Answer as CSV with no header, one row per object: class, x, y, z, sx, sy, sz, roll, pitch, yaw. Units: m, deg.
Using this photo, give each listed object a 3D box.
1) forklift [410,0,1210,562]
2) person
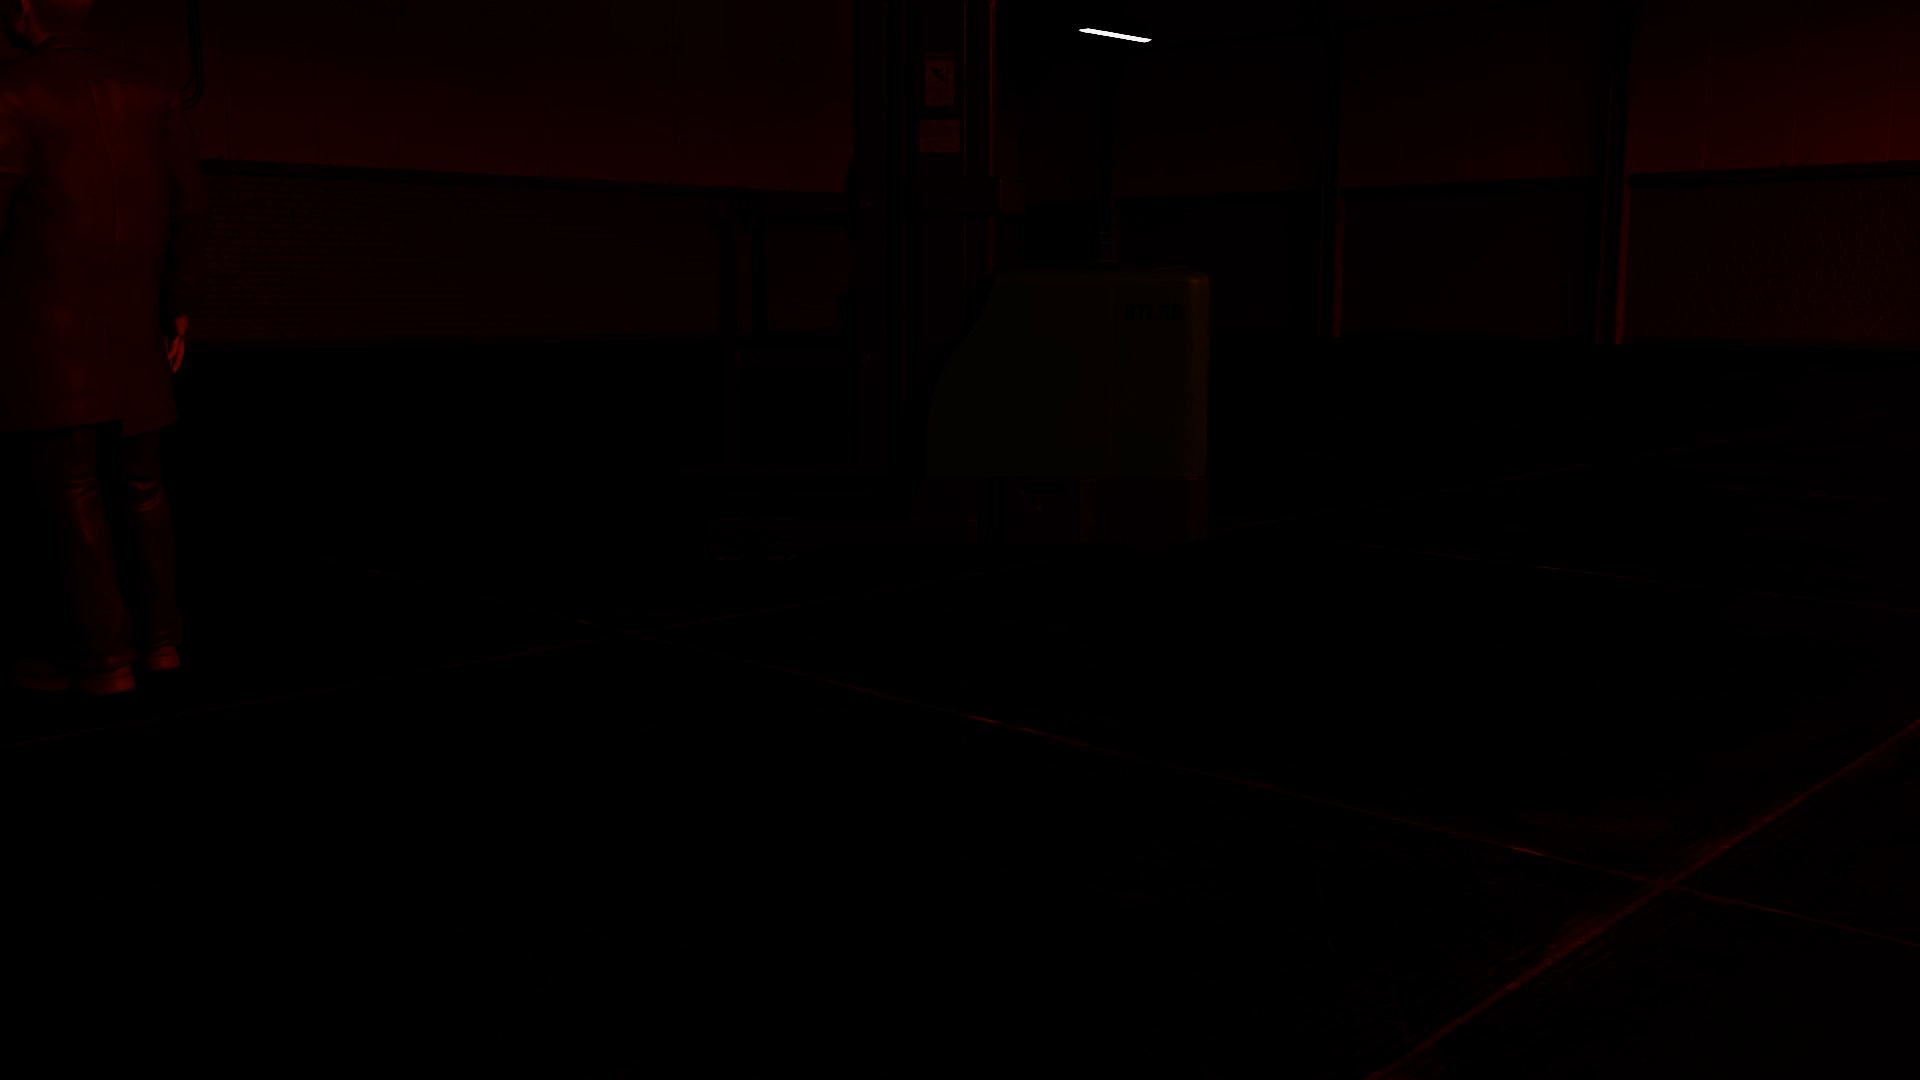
forklift,-0.581,-1.446,6.476,3.031,2.935,1.130,0,9,0
person,-2.220,-0.507,4.065,0.583,1.776,0.696,5,10,30
